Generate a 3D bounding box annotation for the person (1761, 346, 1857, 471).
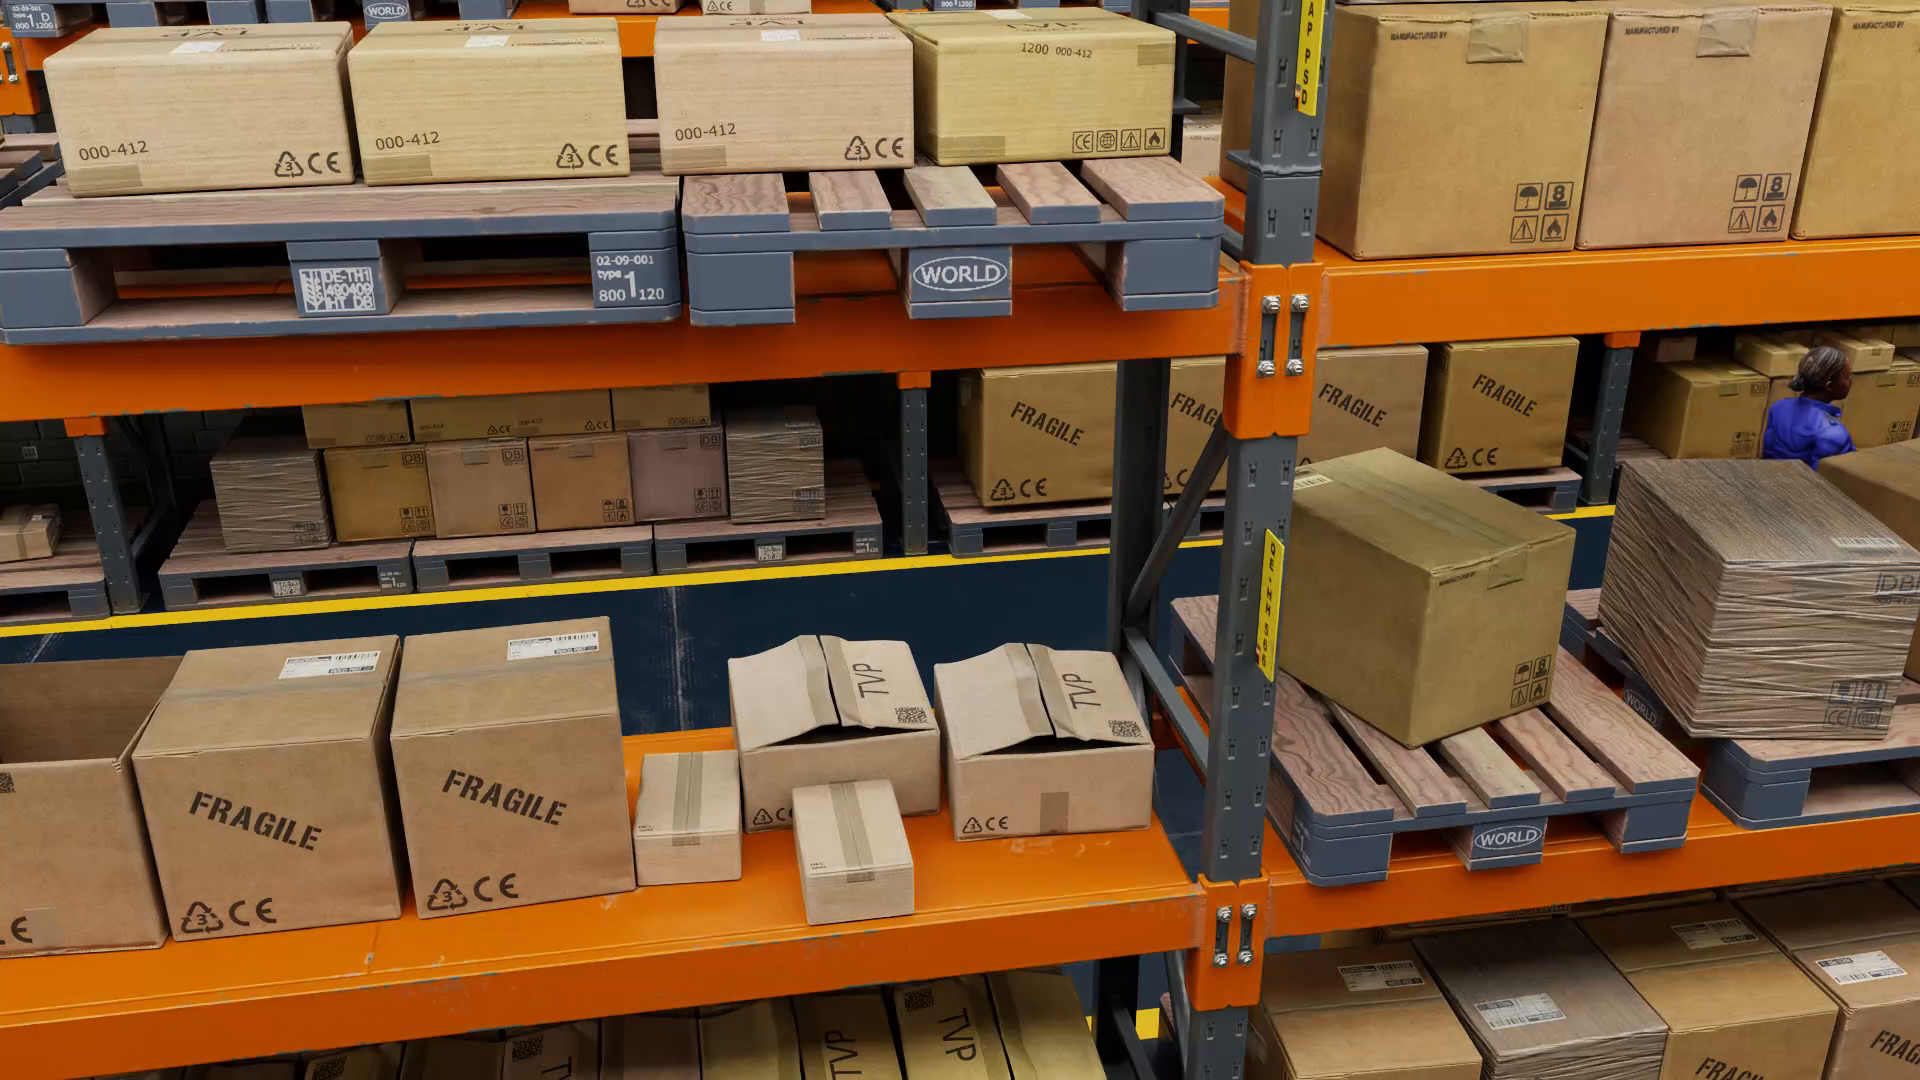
[{"bbox_3d":[3.614,-0.015,7.128,0.488,1.694,0.492,-2,24,-4],"label":"person"}]
